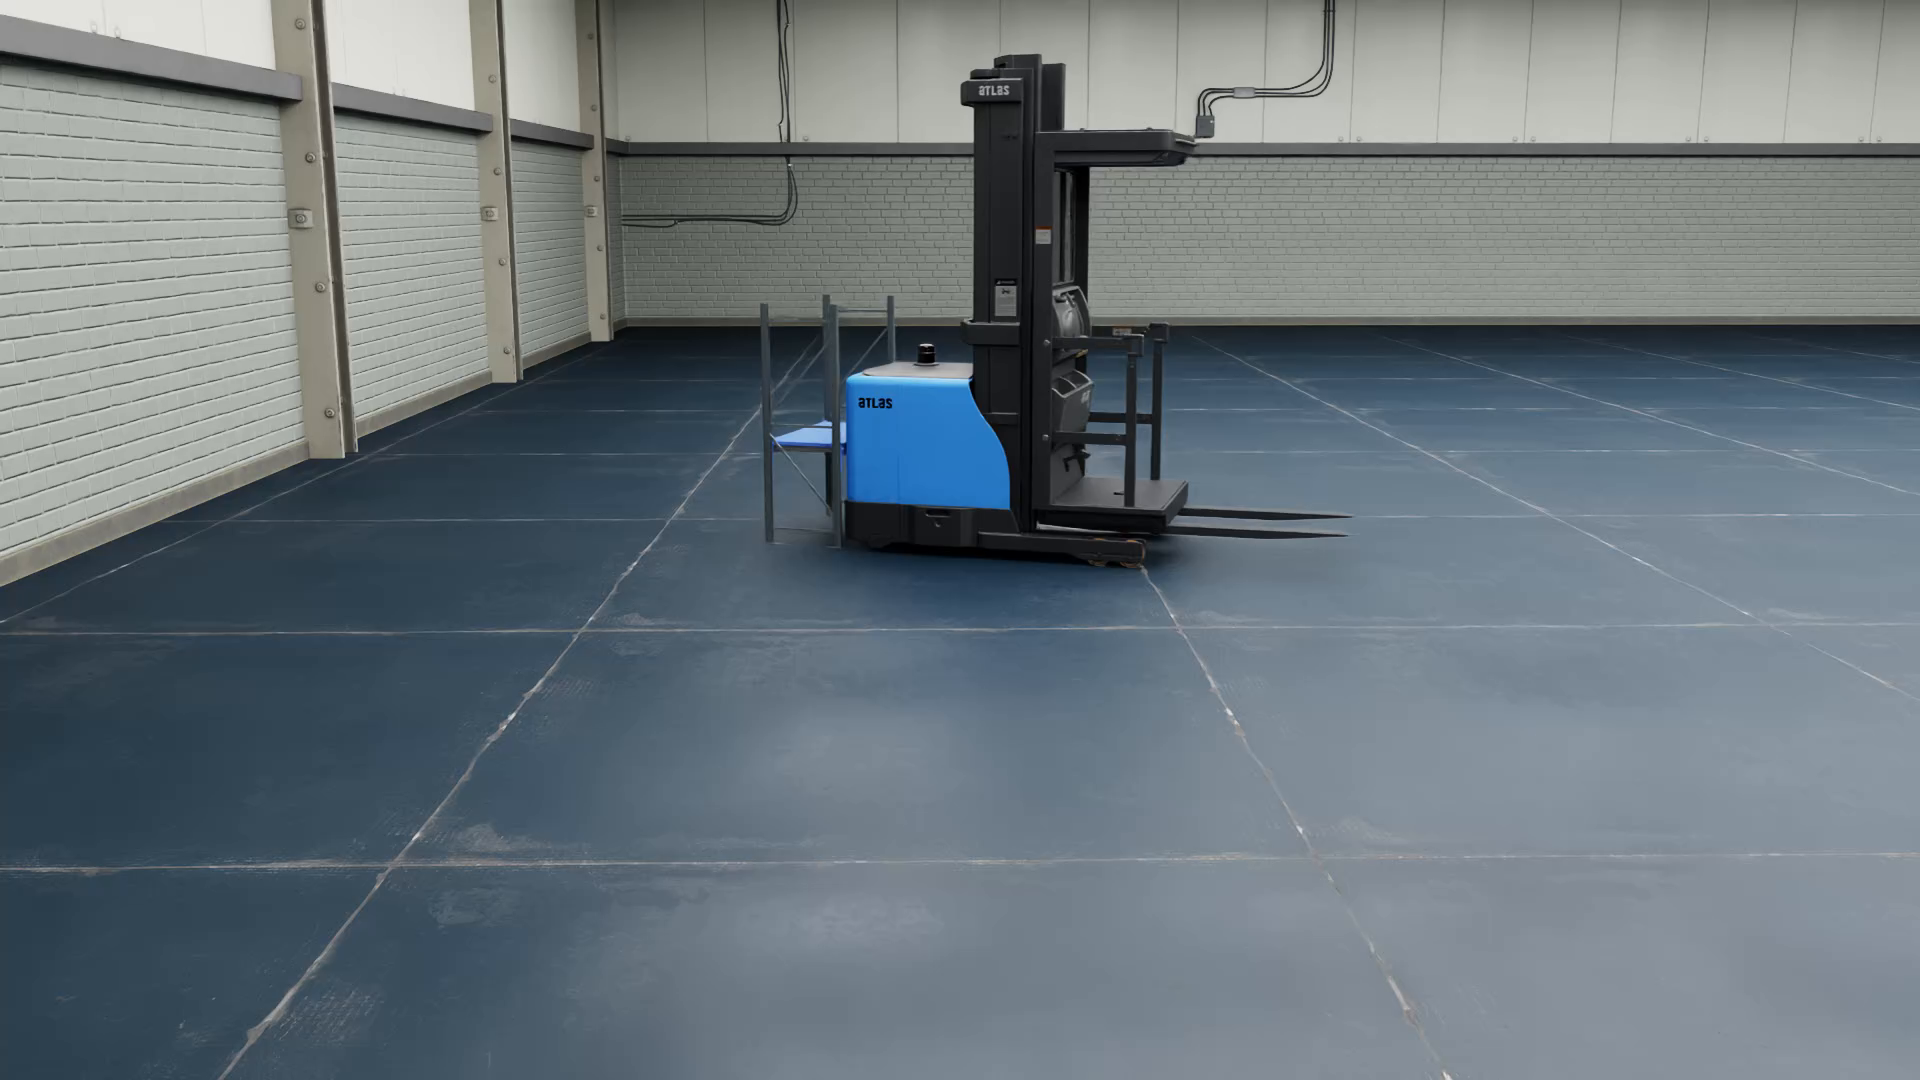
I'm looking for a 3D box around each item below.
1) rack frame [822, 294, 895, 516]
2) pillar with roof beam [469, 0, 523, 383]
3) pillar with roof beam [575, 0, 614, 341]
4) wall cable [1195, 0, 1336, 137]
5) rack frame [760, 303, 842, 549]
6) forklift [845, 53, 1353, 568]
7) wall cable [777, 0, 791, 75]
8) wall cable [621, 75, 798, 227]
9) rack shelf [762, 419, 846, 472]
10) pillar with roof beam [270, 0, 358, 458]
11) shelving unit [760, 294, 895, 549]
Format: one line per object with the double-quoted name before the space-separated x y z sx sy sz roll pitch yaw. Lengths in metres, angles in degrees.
"rack frame" -0.674 -0.889 11.169 0.500 1.500 0.032 4 12 17
"pillar with roof beam" -1.152 -6.344 19.196 9.100 9.000 0.400 0 11 -1
"pillar with roof beam" -1.276 -7.537 25.075 9.100 9.000 0.400 0 11 -1
"wall cable" 5.173 -9.813 27.740 2.305 6.003 0.169 0 11 -1
"rack frame" -0.975 -0.696 10.218 0.500 1.500 0.032 4 12 17
"forklift" 0.865 -1.389 10.036 3.031 2.935 1.130 3 12 15
"wall cable" -1.614 -9.074 27.763 3.097 2.526 0.112 0 11 -1
"wall cable" -4.319 -6.588 28.210 3.097 2.526 0.112 0 11 -1
"rack shelf" -0.824 -0.616 10.729 0.538 0.185 1.000 4 12 17
"pillar with roof beam" -1.028 -5.151 13.317 9.100 9.000 0.400 0 11 -1
"shelving unit" -0.824 -0.793 10.693 0.538 1.500 1.048 4 12 17
